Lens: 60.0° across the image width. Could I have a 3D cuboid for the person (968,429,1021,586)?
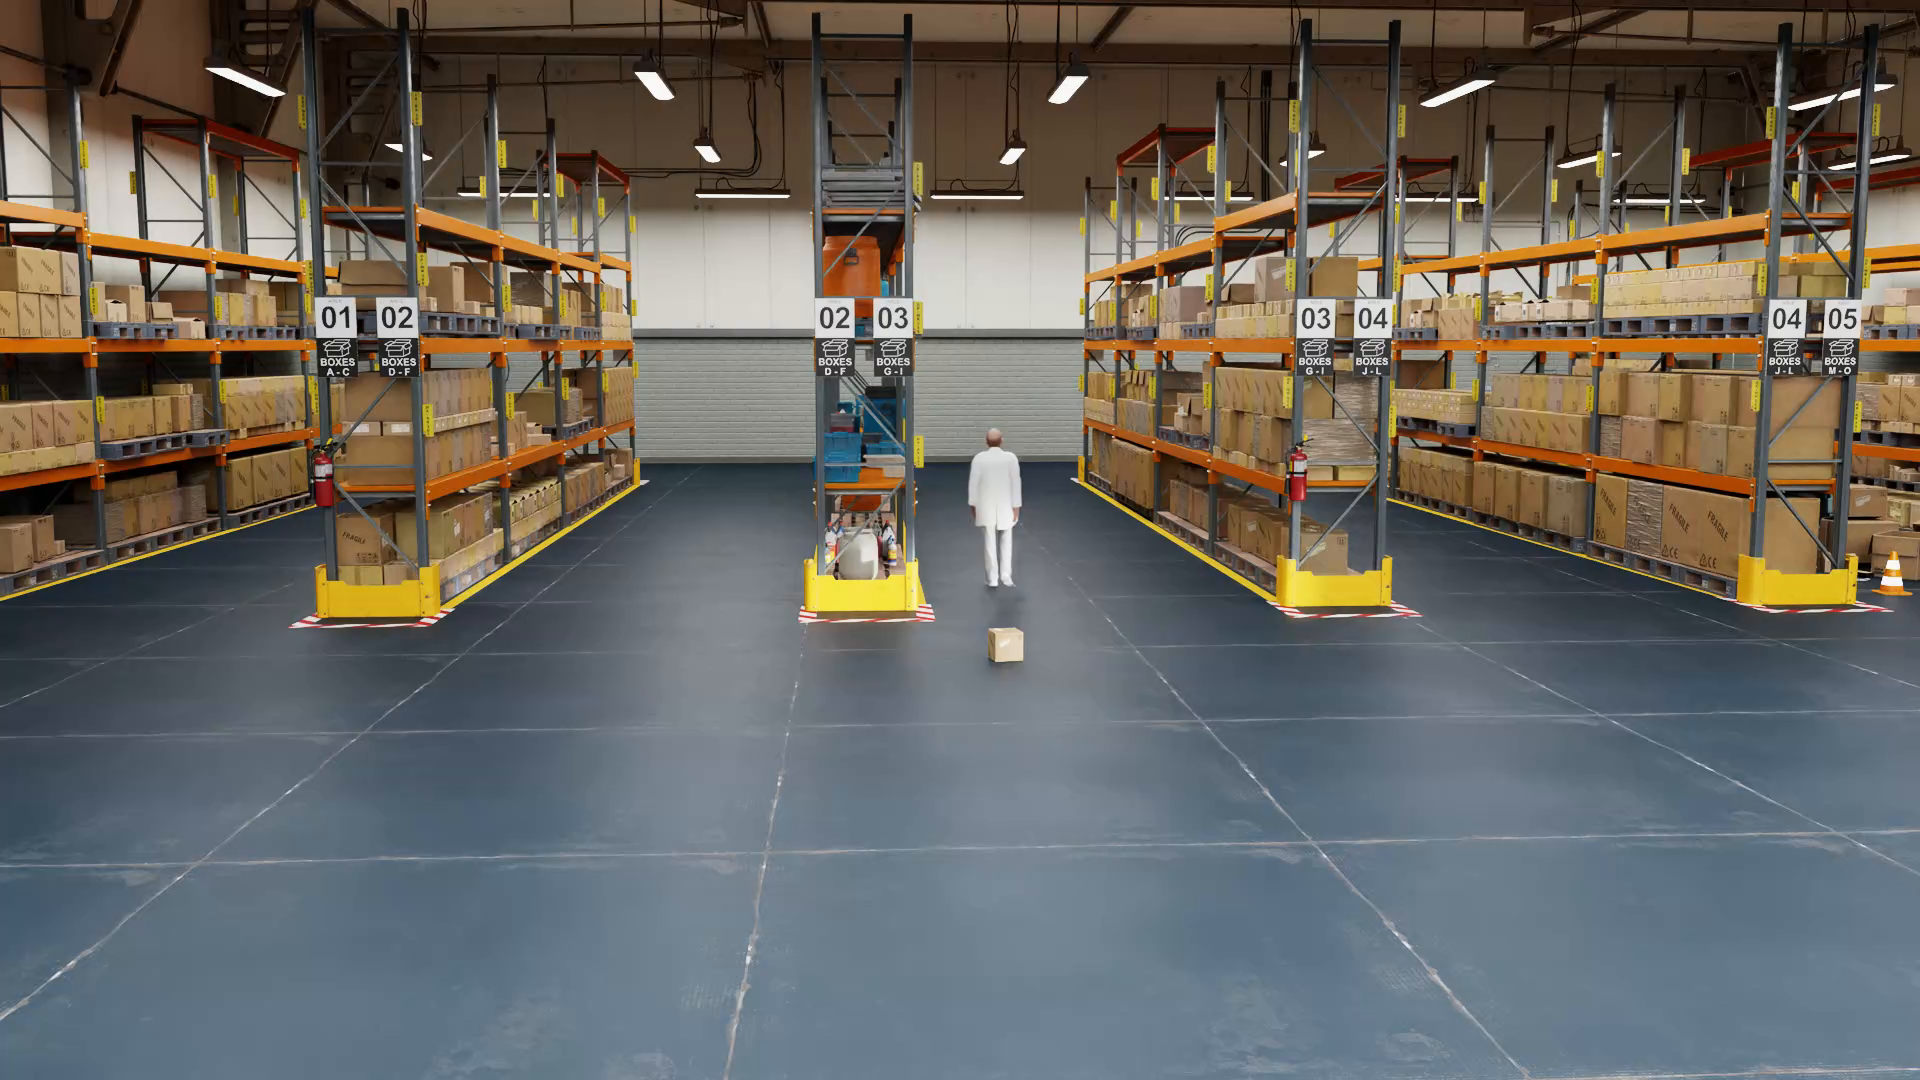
[{"bbox_3d":[0.390,-0.336,18.820,0.586,1.855,0.664,-1,7,-4],"label":"person"}]
